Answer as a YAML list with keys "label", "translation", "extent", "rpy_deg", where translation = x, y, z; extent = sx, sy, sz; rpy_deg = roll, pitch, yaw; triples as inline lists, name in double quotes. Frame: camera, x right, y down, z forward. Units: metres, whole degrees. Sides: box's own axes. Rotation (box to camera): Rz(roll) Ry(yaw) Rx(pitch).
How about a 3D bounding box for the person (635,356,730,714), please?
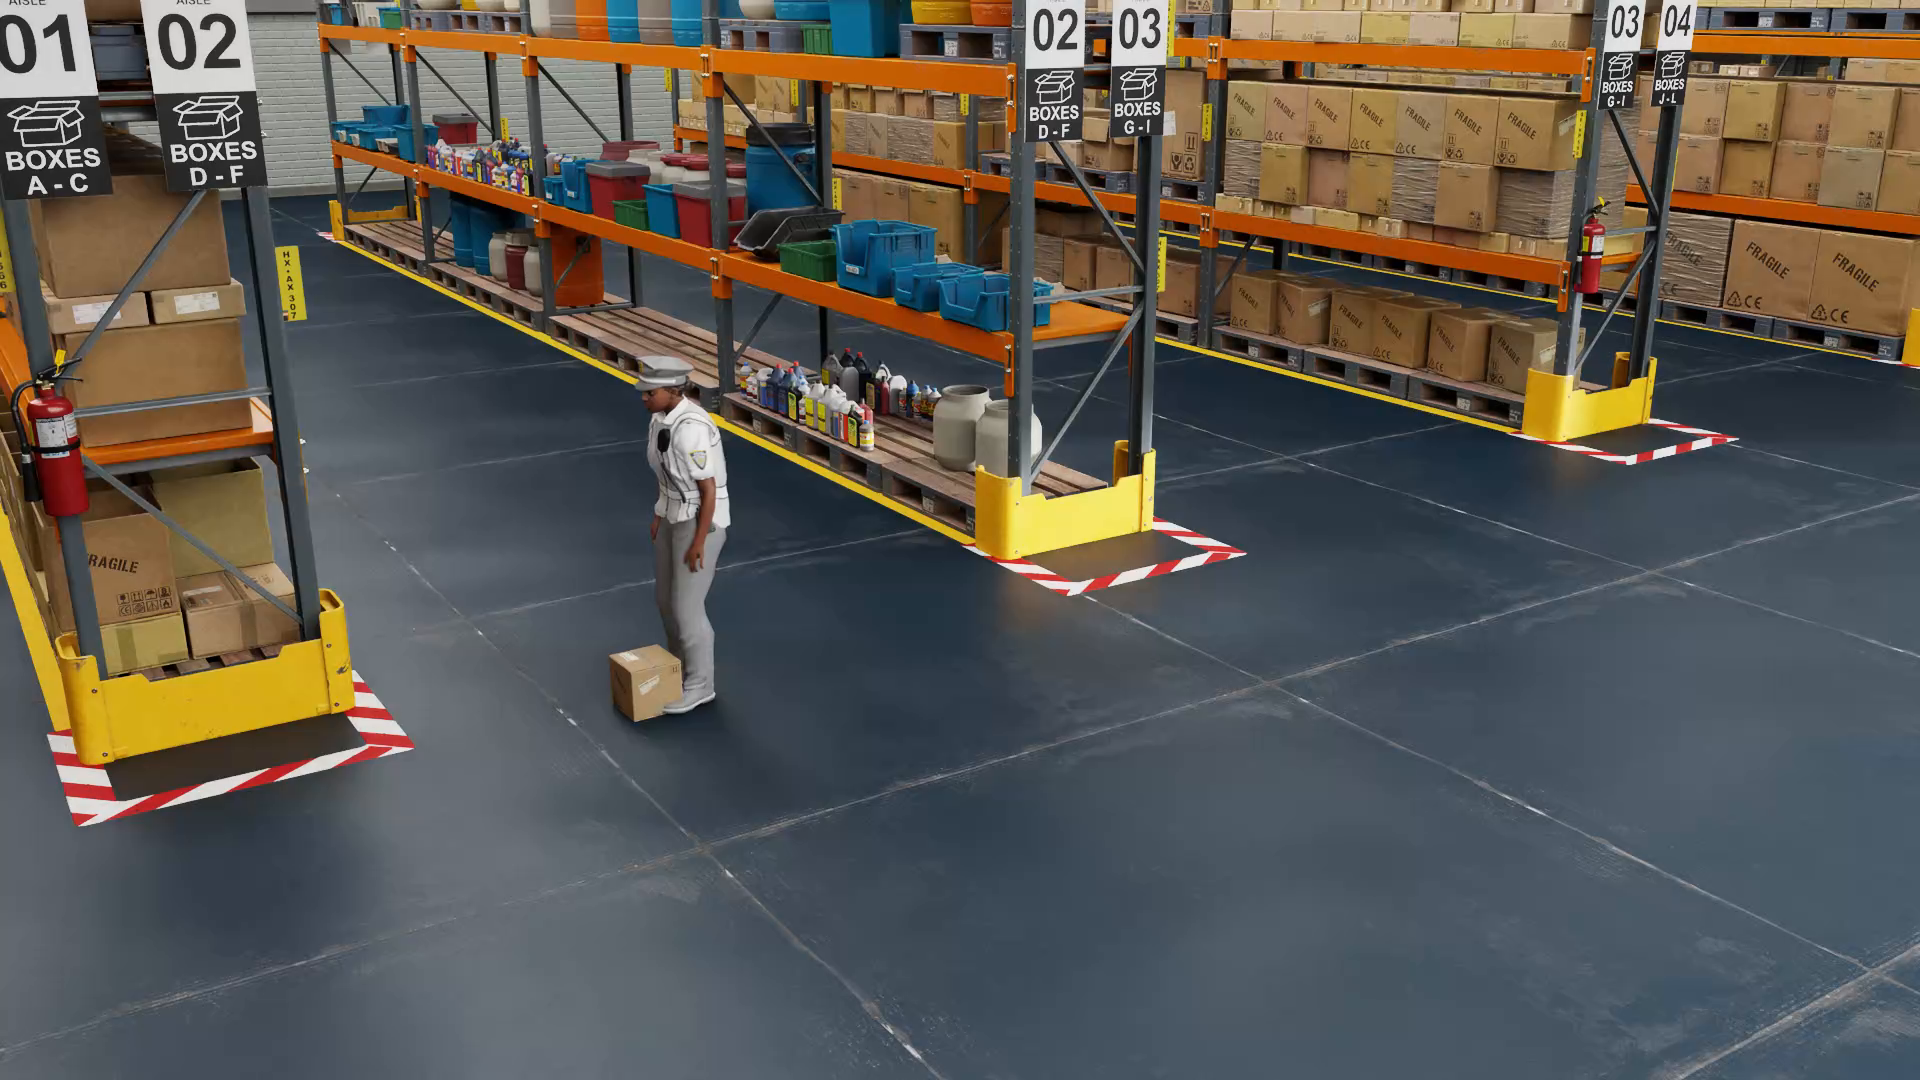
- label: "person"
  translation: [-1.289, -0.043, 7.688]
  extent: [0.415, 1.660, 0.507]
  rpy_deg: [-12, 21, -31]
